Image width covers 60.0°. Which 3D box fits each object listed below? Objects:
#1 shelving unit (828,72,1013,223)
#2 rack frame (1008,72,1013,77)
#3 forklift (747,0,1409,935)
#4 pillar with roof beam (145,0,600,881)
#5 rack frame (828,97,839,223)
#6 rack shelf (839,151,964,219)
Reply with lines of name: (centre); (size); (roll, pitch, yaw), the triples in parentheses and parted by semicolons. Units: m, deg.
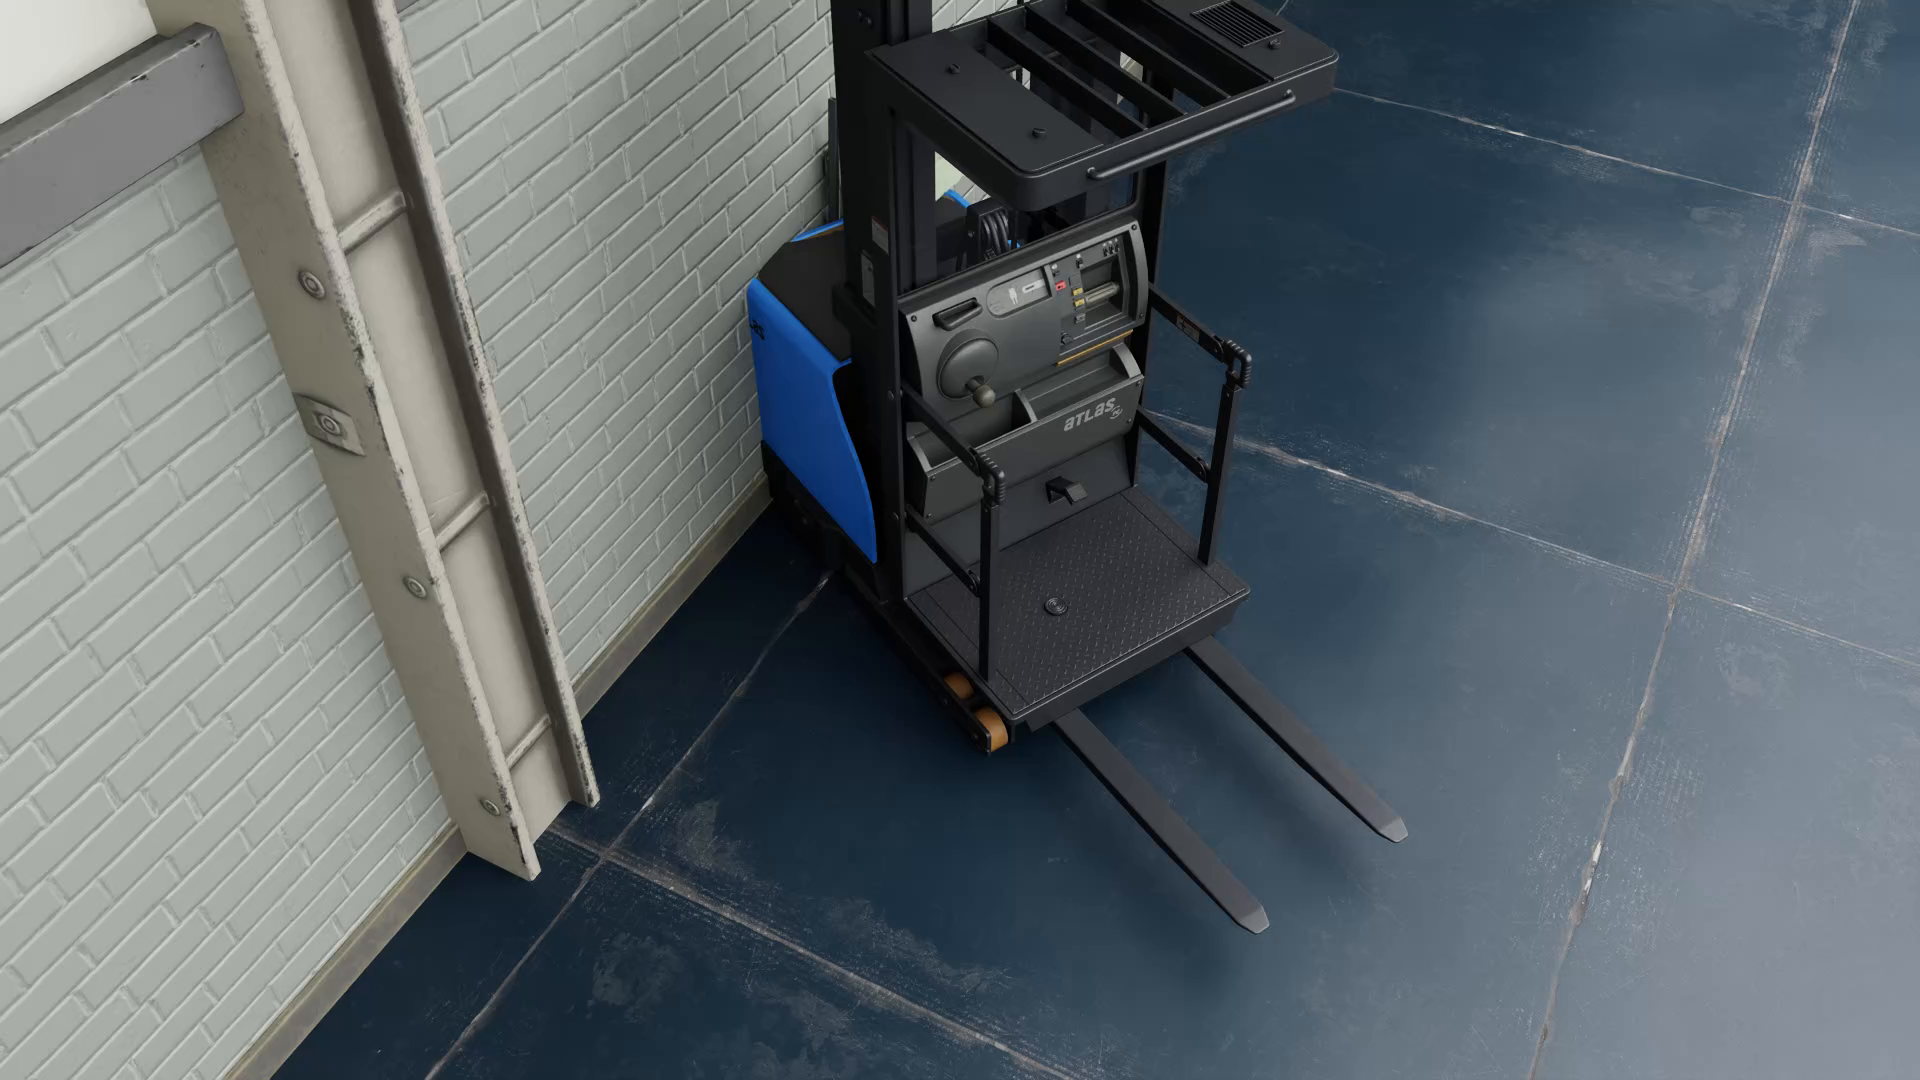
shelving unit: (-0.174, -1.206, 6.840); (0.431, 1.500, 0.755); (20, 43, 19)
rack frame: (-0.005, -1.409, 7.093); (0.400, 1.500, 0.023); (20, 43, 19)
forklift: (0.354, -0.660, 5.341); (1.130, 2.935, 3.031); (-26, 51, -23)
pillar with roof beam: (2.323, -0.764, 1.178); (9.100, 9.000, 0.400); (20, 49, 19)
rack frame: (-0.343, -1.002, 6.587); (0.400, 1.500, 0.023); (20, 43, 19)
rack shelf: (-0.155, -1.503, 6.589); (0.431, 0.370, 0.720); (20, 43, 19)
